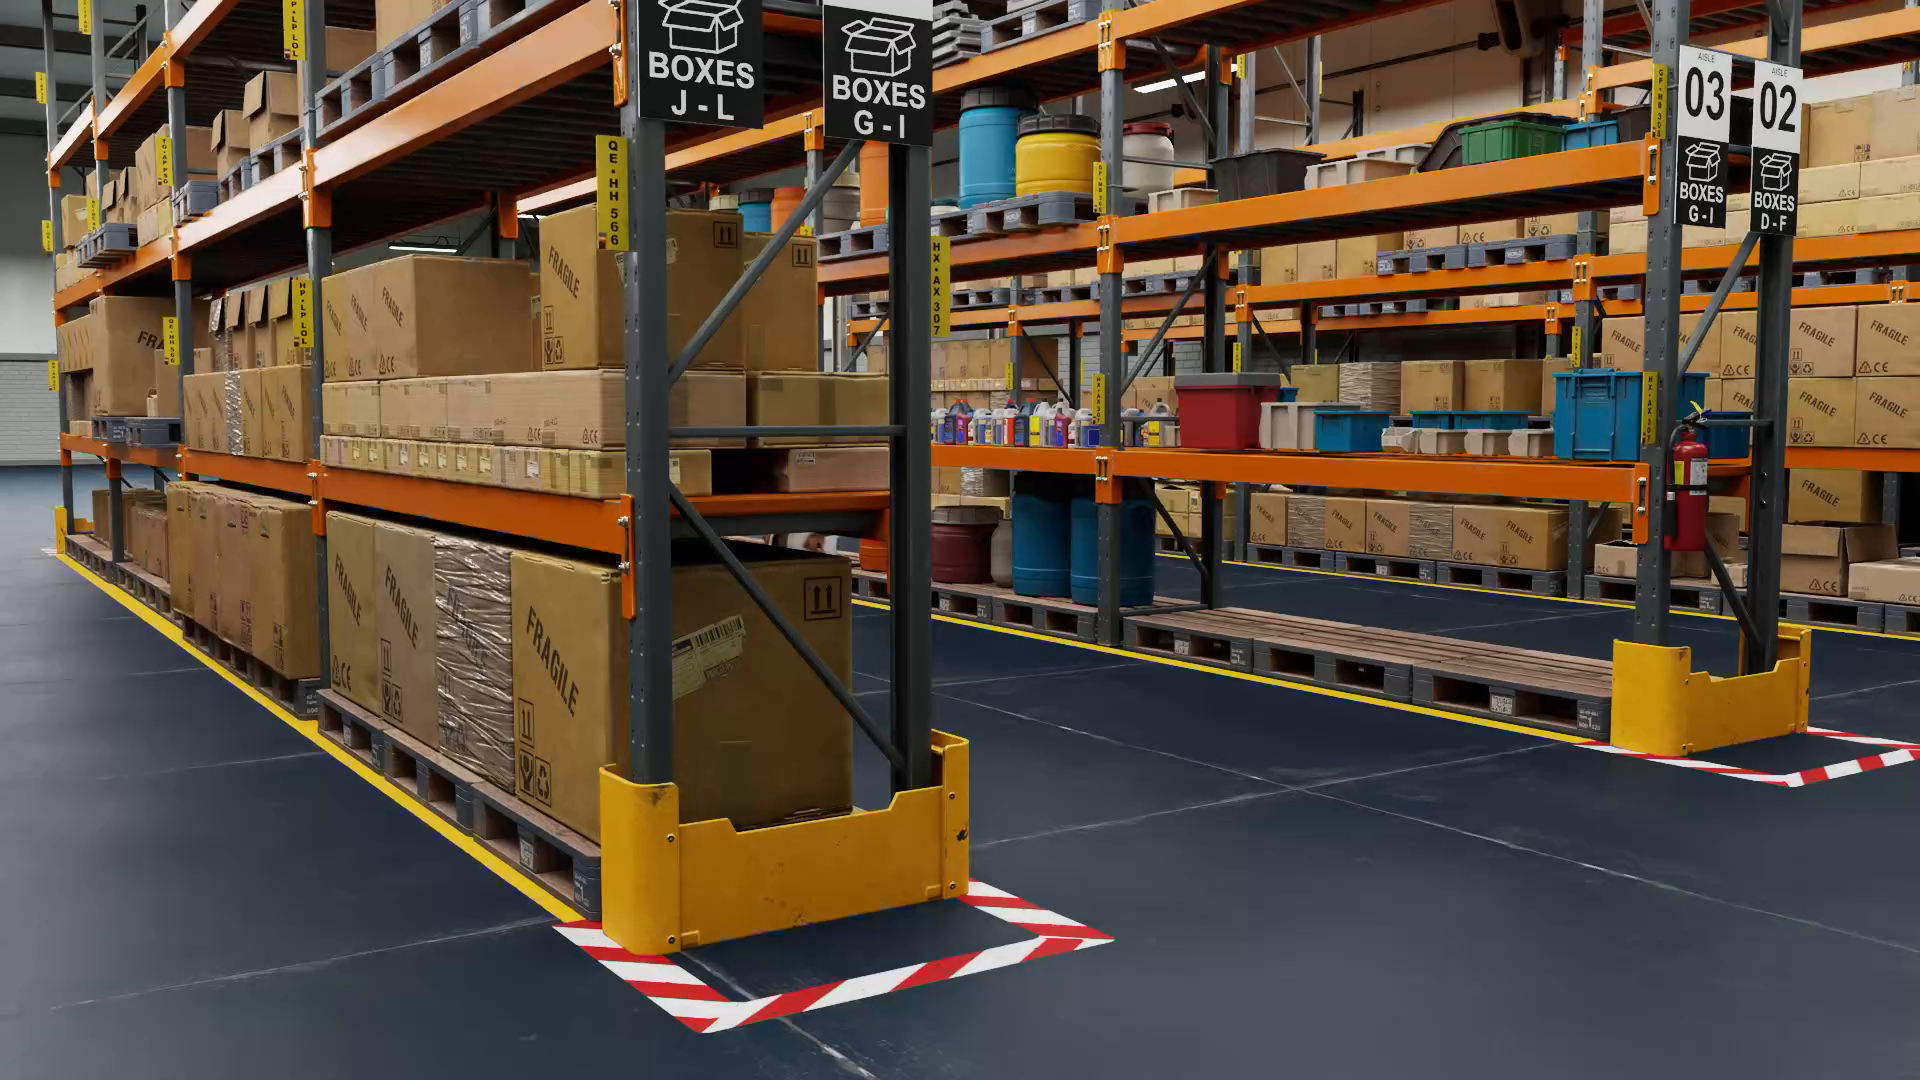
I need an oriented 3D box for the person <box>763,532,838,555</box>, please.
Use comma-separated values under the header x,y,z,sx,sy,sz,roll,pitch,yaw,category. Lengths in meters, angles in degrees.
x,y,z,sx,sy,sz,roll,pitch,yaw,category
-0.886,-0.036,9.210,0.423,1.774,0.643,-3,5,-33,person
